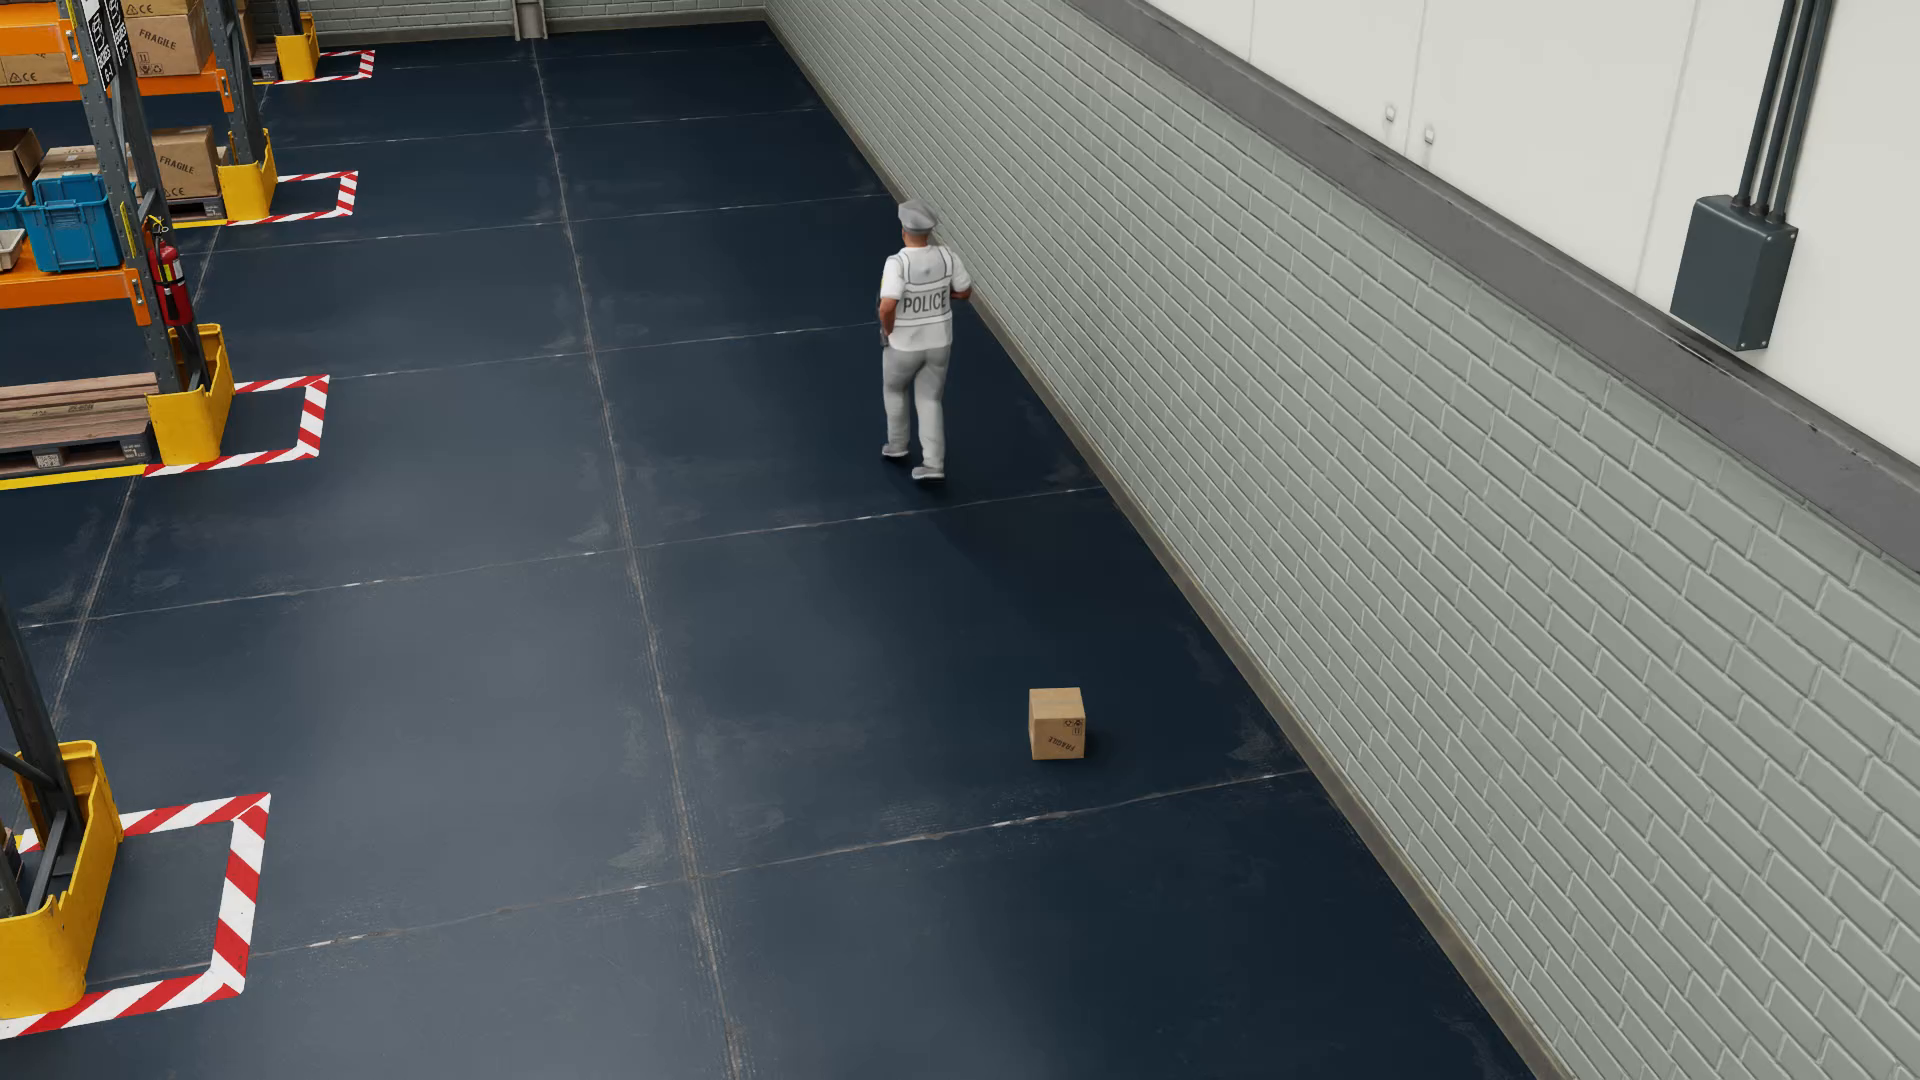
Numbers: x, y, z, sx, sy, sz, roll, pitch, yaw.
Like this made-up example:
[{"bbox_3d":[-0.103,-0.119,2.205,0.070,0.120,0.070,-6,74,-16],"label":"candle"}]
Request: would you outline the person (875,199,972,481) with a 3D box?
[{"bbox_3d":[-0.248,-1.218,10.290,0.659,1.809,0.807,-11,32,-18],"label":"person"}]
